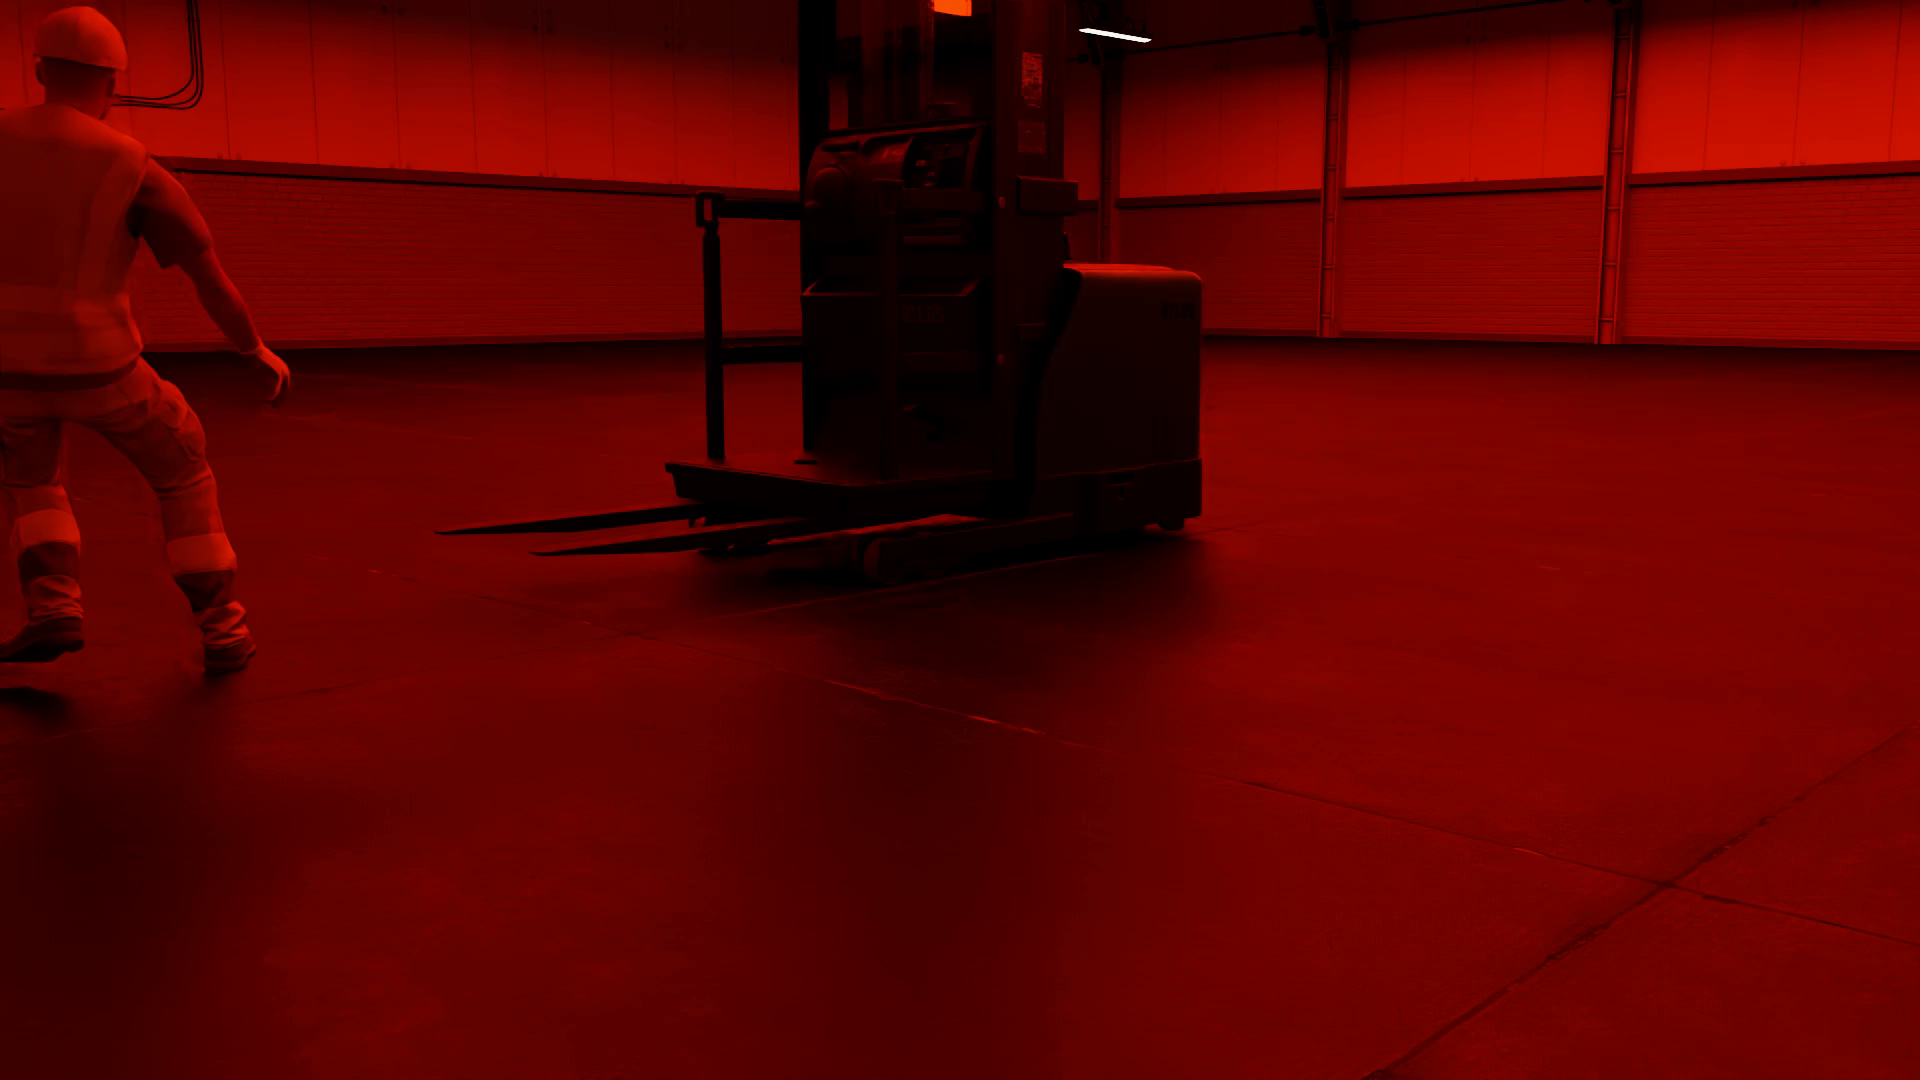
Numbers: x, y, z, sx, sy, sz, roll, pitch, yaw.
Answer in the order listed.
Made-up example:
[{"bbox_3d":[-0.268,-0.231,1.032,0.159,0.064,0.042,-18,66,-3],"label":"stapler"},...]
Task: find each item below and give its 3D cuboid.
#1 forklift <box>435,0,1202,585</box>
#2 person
[{"bbox_3d":[-0.400,-1.381,6.042,3.031,2.935,1.130,-8,12,-44],"label":"forklift"},{"bbox_3d":[-2.181,-0.474,4.237,0.859,1.688,0.524,-2,9,-15],"label":"person"}]
